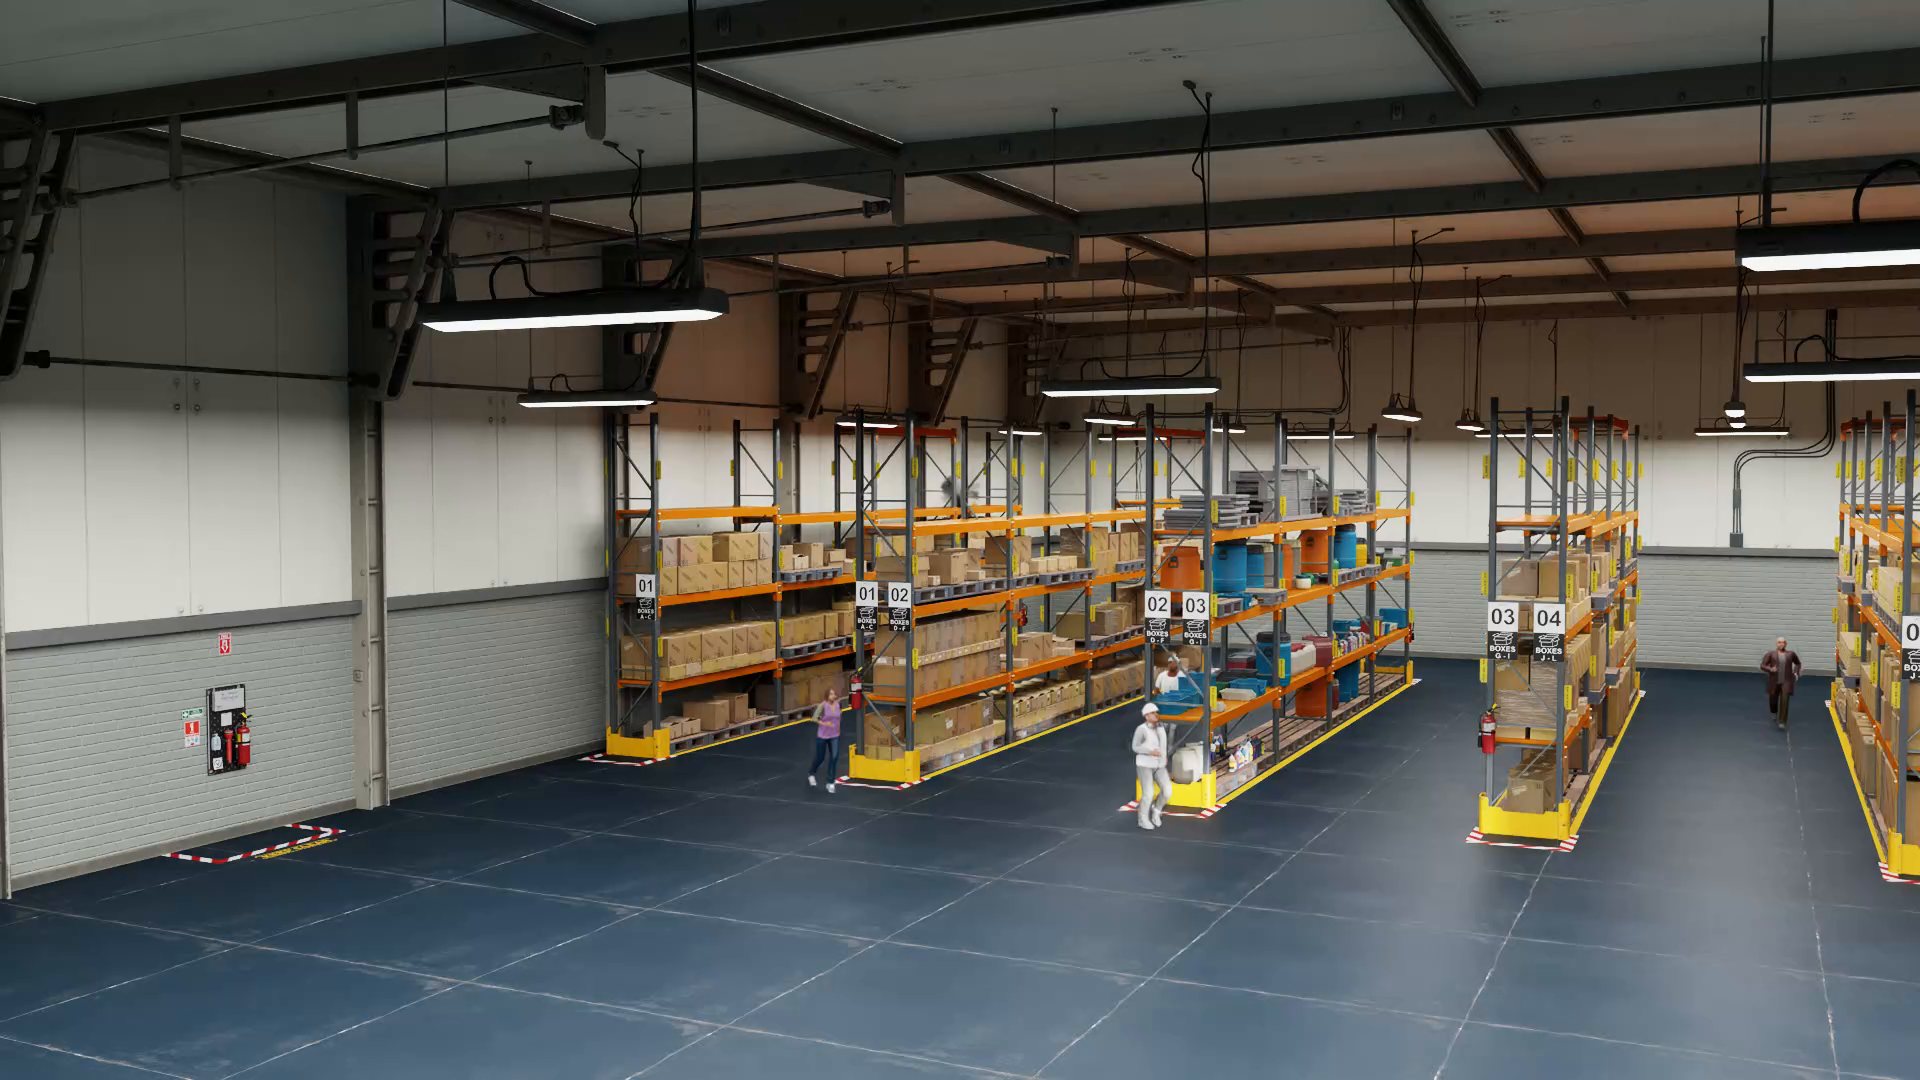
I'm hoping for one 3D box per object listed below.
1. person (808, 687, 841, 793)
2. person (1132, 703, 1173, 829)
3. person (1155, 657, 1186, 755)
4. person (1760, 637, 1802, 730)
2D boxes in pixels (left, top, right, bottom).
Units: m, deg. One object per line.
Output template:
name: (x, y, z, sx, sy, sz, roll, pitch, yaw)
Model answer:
person: (-2.056, 3.093, 25.973, 0.549, 1.590, 0.806, -1, 3, -28)
person: (2.728, 3.159, 23.198, 0.696, 1.757, 0.604, -1, 3, -30)
person: (3.767, 2.908, 29.380, 0.701, 1.720, 0.601, 1, 3, 20)
person: (15.924, 2.766, 32.261, 0.721, 1.750, 0.895, 1, 3, 25)
